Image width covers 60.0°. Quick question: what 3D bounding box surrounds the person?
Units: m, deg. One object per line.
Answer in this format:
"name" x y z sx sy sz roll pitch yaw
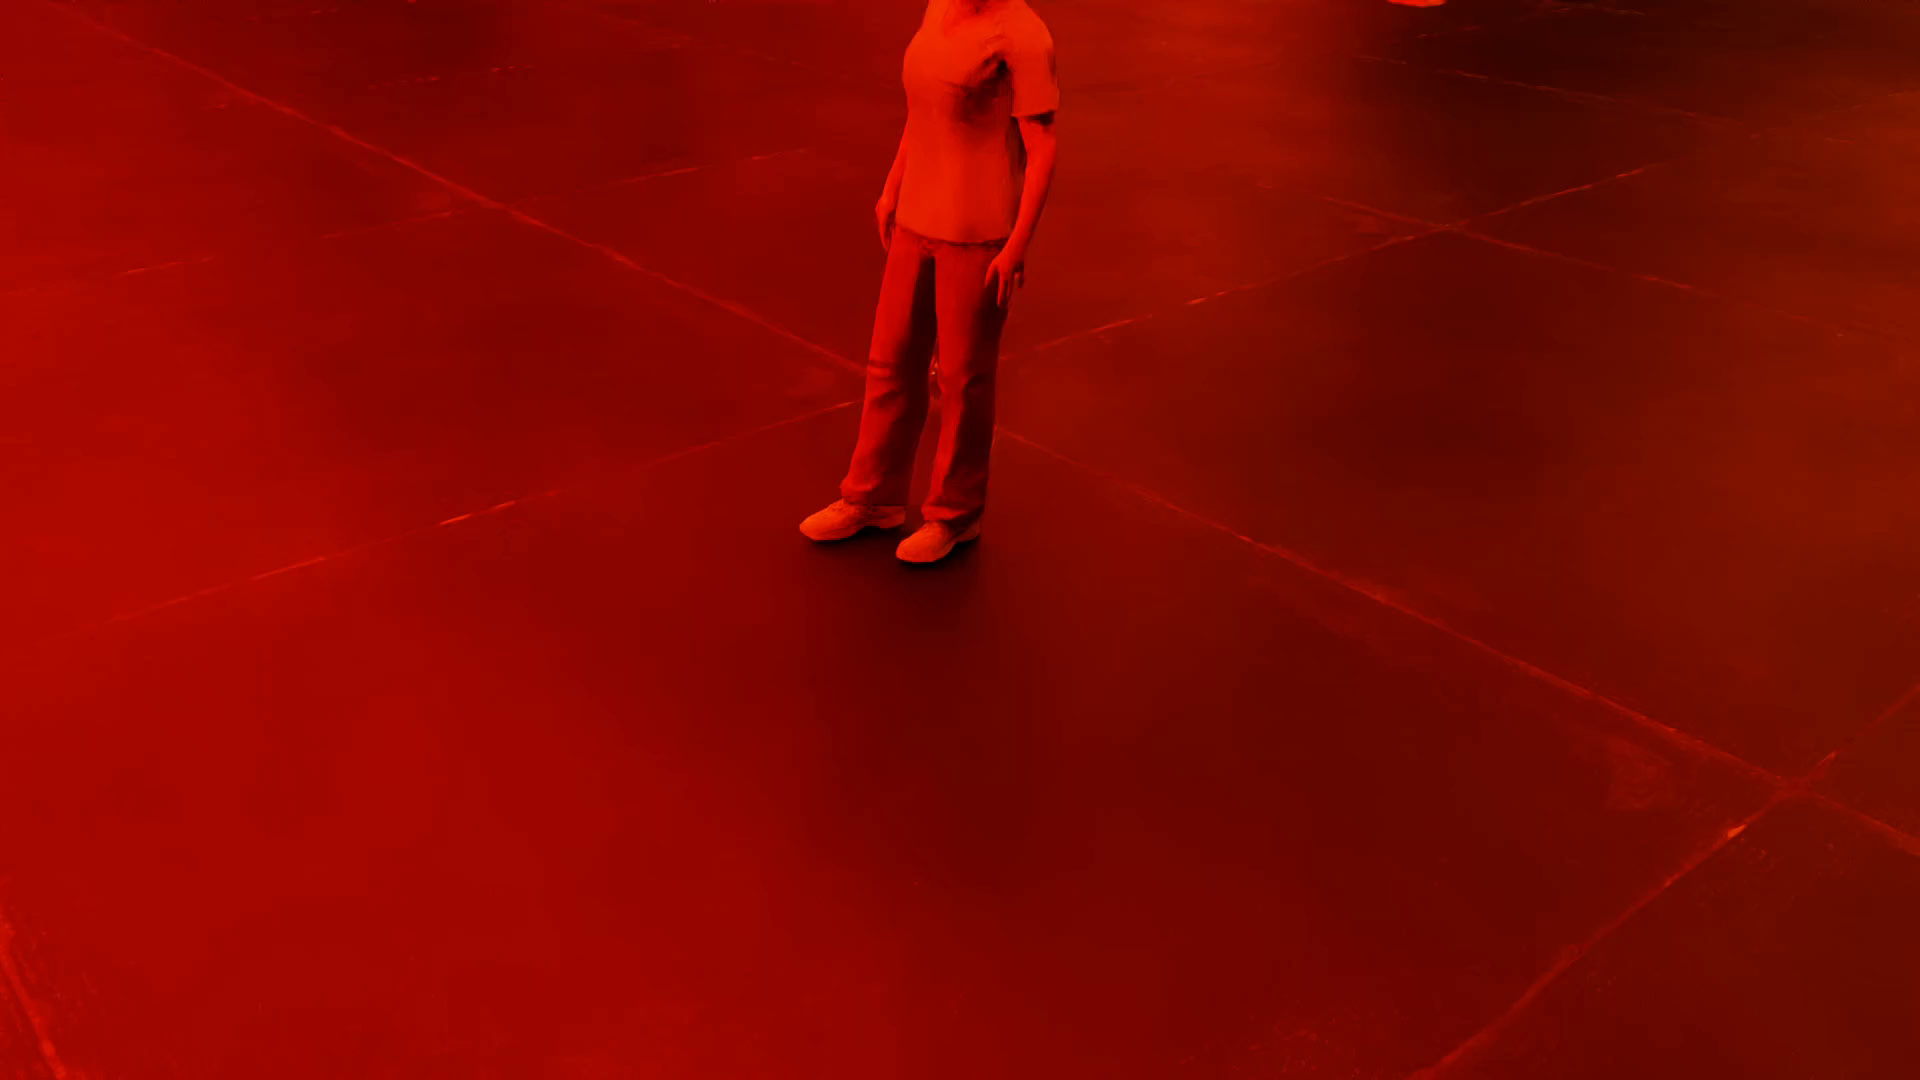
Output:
"person" -0.072 -0.731 4.087 0.526 1.663 0.554 -20 33 -35
